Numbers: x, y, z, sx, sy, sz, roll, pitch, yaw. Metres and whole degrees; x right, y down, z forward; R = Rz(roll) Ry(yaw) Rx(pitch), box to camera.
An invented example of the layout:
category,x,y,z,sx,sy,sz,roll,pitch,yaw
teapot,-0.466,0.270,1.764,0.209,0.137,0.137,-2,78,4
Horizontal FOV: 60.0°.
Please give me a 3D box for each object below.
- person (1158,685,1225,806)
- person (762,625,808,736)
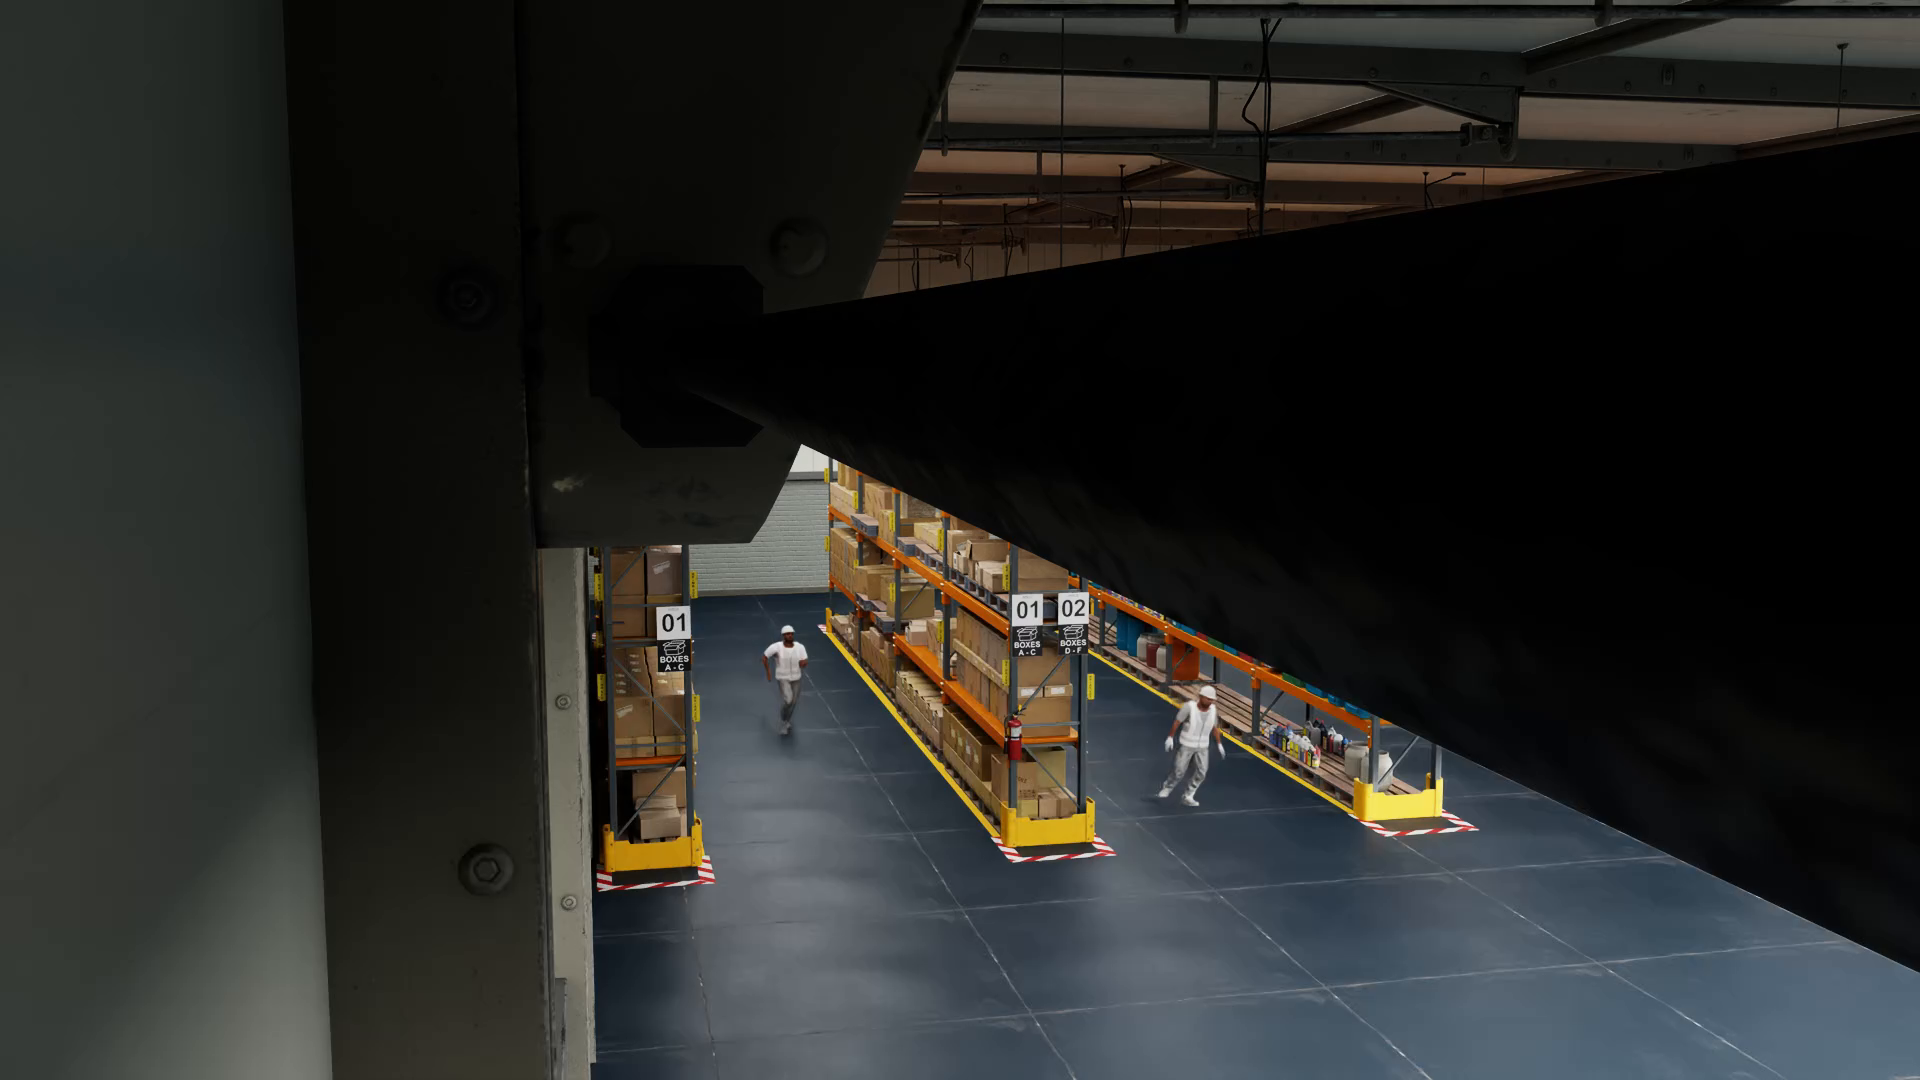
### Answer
category,x,y,z,sx,sy,sz,roll,pitch,yaw
person,3.171,2.789,22.691,0.831,1.696,0.696,-2,7,-18
person,-2.778,2.270,26.904,0.680,1.788,0.717,-4,8,-28
